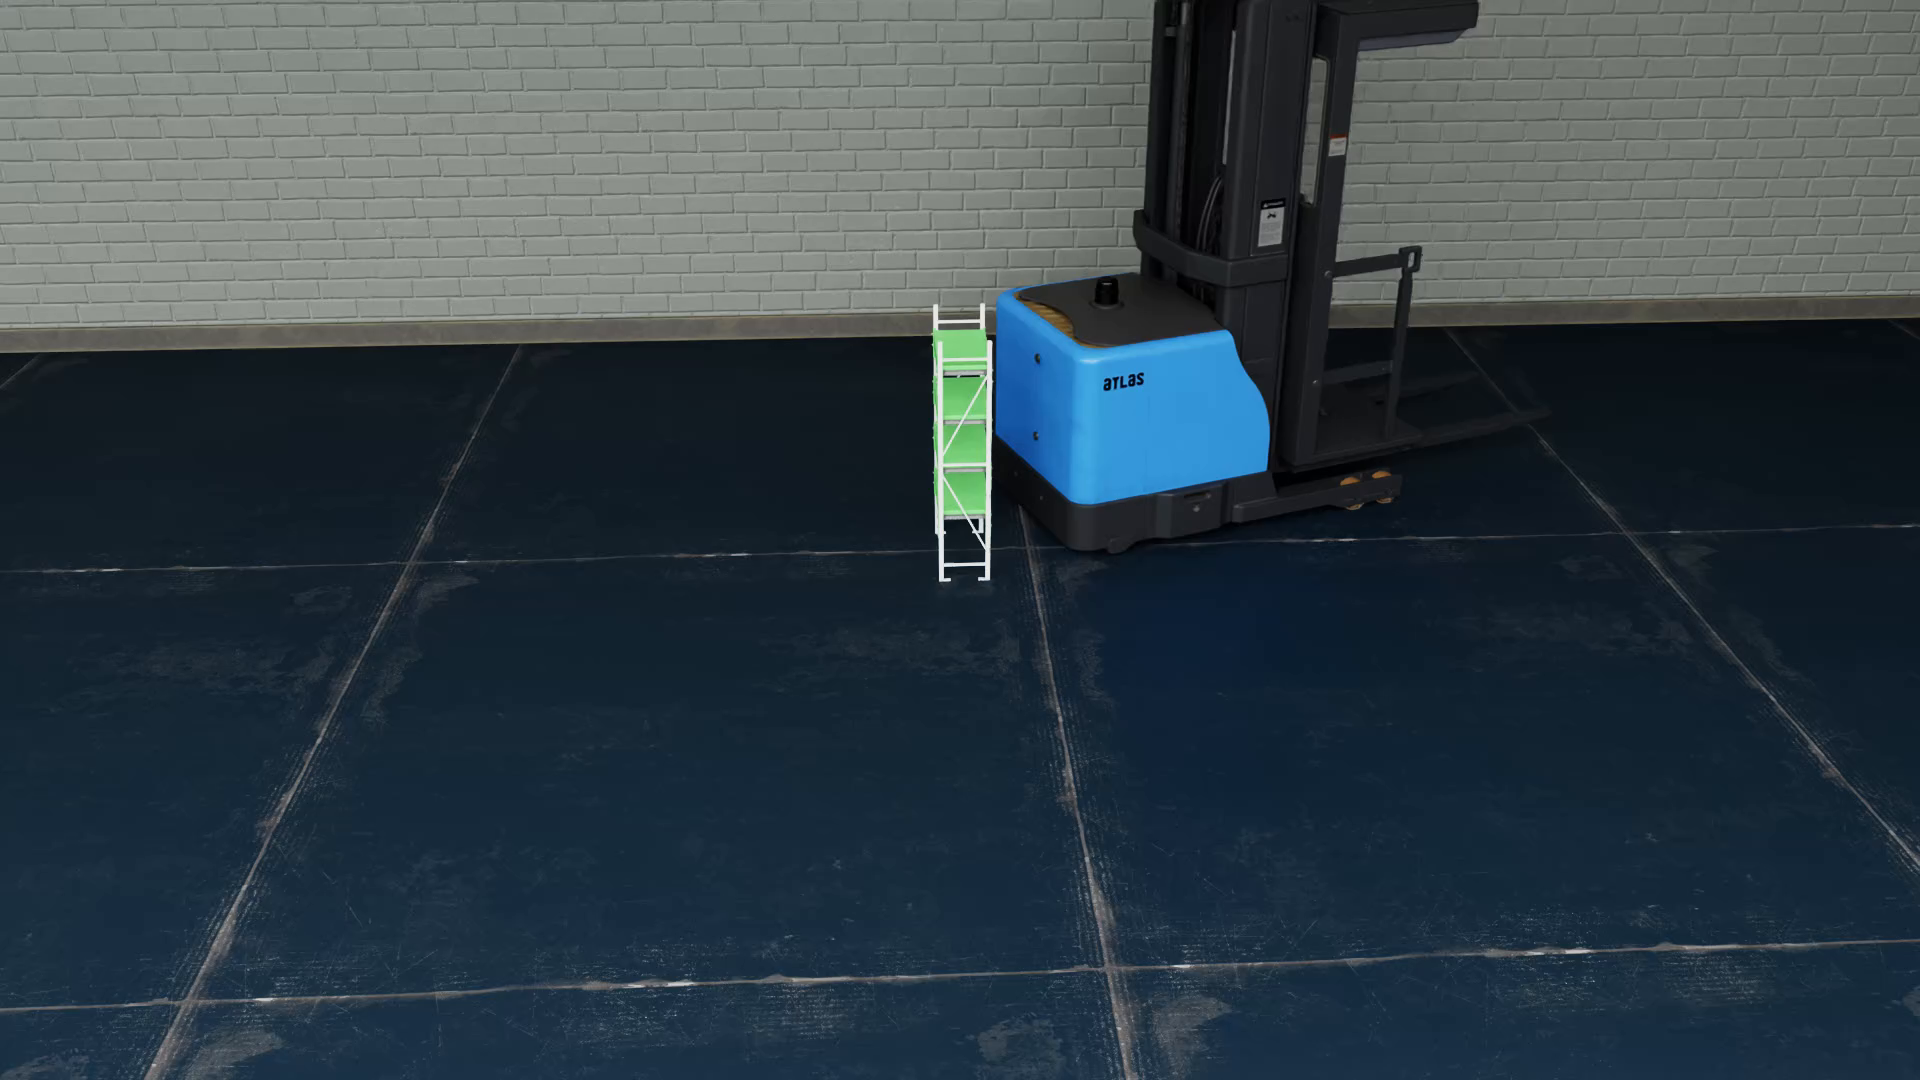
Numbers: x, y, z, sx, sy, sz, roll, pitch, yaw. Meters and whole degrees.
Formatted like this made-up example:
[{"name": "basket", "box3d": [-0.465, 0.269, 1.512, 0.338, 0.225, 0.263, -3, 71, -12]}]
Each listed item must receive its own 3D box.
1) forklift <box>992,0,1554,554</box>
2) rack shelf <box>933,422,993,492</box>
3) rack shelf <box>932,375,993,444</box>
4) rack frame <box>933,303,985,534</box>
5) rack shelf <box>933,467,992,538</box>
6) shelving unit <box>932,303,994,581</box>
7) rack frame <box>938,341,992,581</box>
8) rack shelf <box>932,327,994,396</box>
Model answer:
[{"name": "forklift", "box3d": [1.734, -1.665, 8.273, 3.031, 2.935, 1.130, -11, 30, -21]}, {"name": "rack shelf", "box3d": [0.009, -0.399, 7.856, 0.258, 0.148, 0.480, -1, 28, -3]}, {"name": "rack shelf", "box3d": [0.009, -0.612, 7.745, 0.258, 0.148, 0.480, -1, 28, -3]}, {"name": "rack frame", "box3d": [-0.004, -0.568, 8.042, 0.240, 1.200, 0.015, -1, 28, -3]}, {"name": "rack shelf", "box3d": [0.009, -0.186, 7.966, 0.258, 0.148, 0.480, -1, 28, -3]}, {"name": "shelving unit", "box3d": [0.009, -0.456, 7.826, 0.258, 1.200, 0.503, -1, 28, -3]}, {"name": "rack frame", "box3d": [0.021, -0.343, 7.610, 0.240, 1.200, 0.015, -1, 28, -3]}, {"name": "rack shelf", "box3d": [0.009, -0.824, 7.634, 0.258, 0.148, 0.480, -1, 28, -3]}]
